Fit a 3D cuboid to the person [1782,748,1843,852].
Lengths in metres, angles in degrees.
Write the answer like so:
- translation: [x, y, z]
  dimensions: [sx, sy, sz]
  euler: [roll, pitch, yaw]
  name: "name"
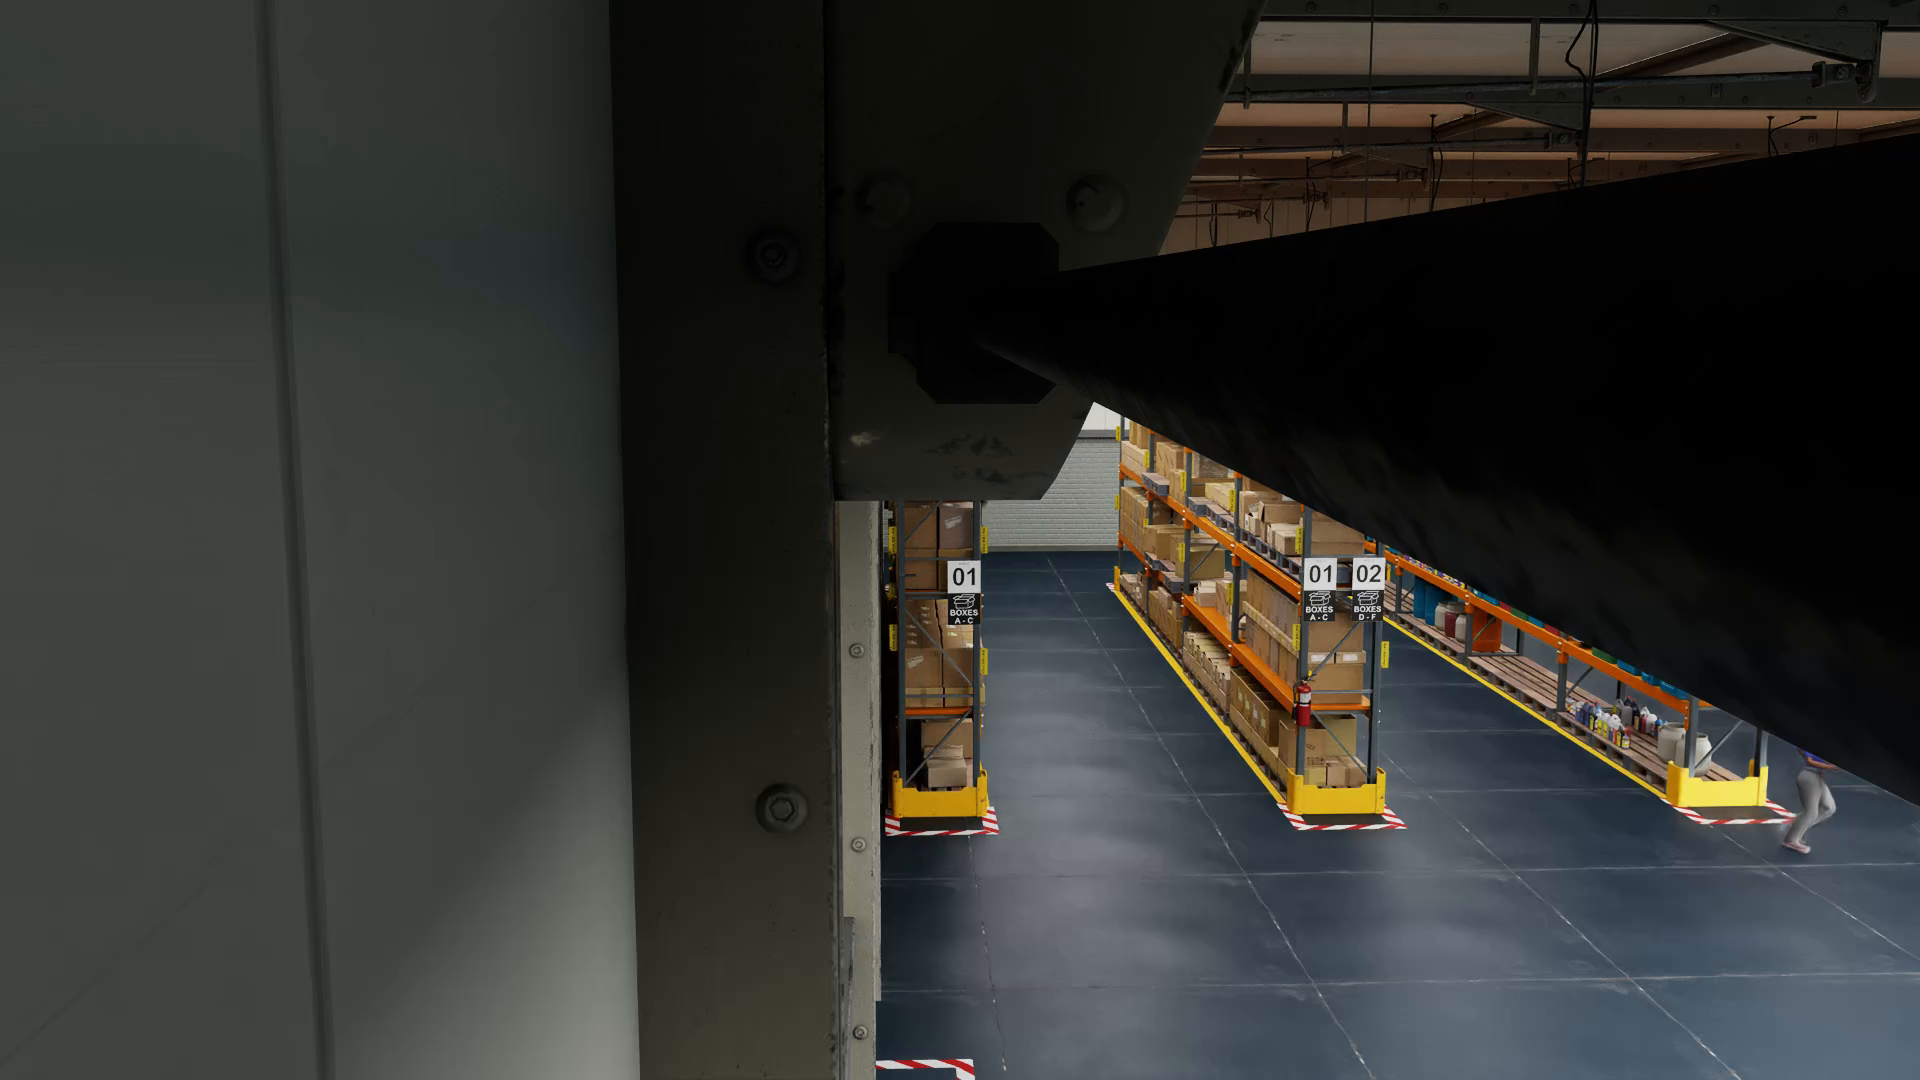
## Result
- translation: [9.906, 2.814, 19.222]
  dimensions: [0.591, 1.546, 0.591]
  euler: [5, 10, 33]
  name: "person"
